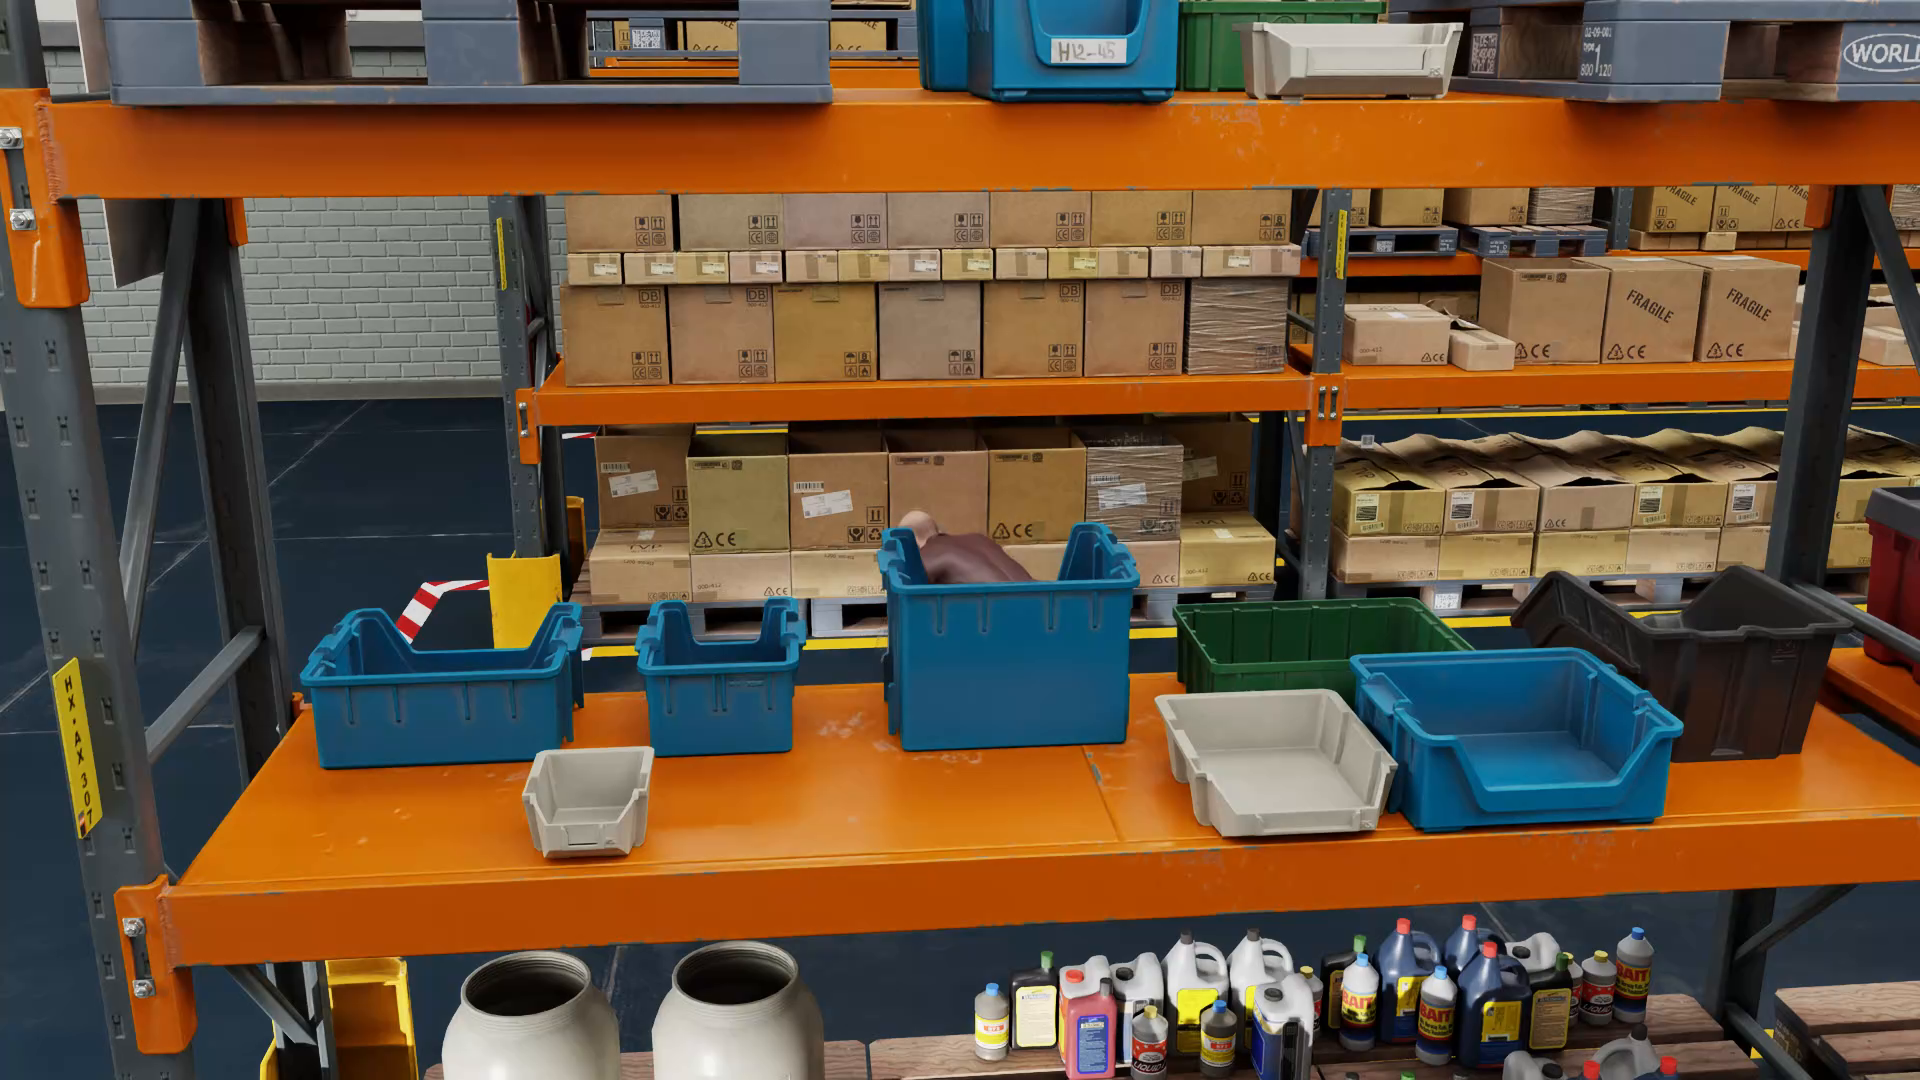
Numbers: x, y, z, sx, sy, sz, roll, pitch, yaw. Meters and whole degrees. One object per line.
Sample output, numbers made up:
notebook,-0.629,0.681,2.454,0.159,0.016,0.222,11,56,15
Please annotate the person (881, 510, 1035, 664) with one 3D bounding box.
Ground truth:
person,0.030,0.399,7.366,0.593,0.844,0.939,-12,21,-36
